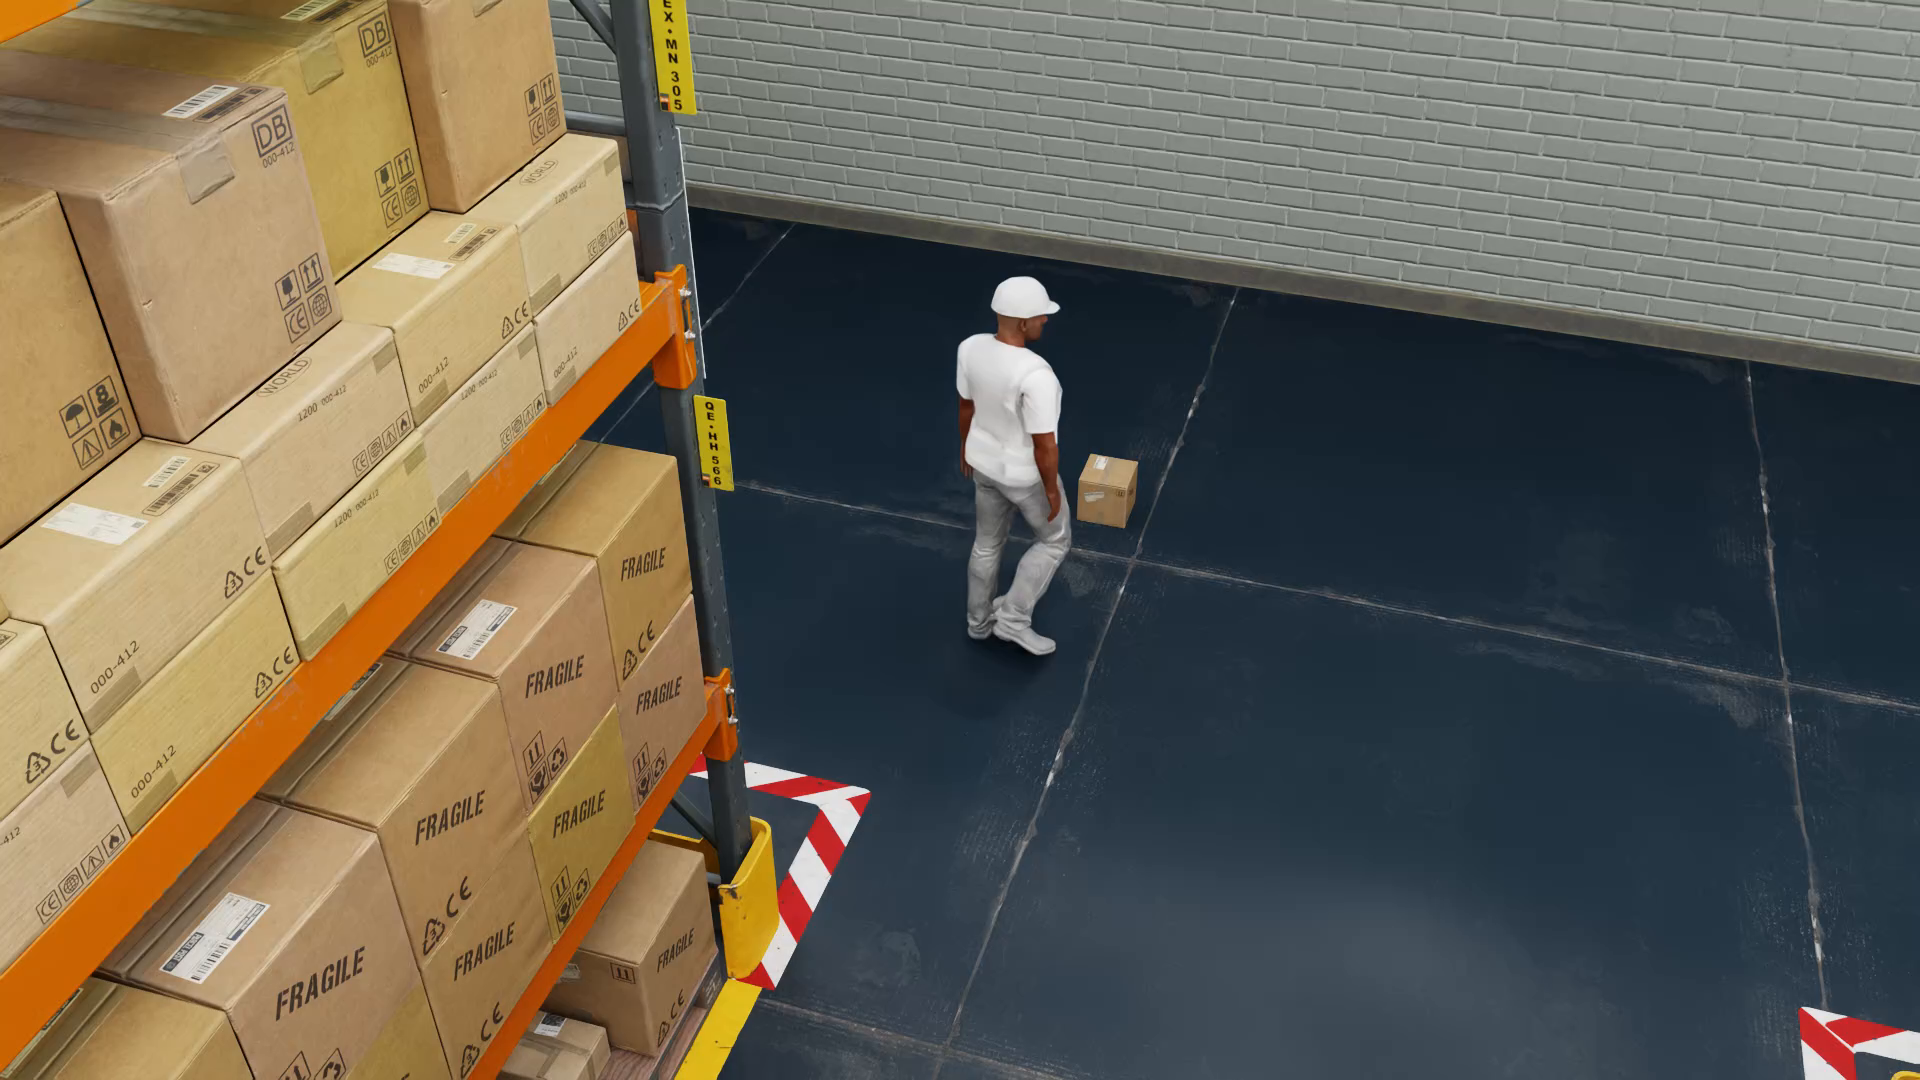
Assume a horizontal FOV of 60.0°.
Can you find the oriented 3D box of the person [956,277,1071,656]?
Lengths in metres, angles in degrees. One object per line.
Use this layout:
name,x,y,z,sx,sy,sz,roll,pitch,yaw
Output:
person,0.223,-0.323,7.265,0.459,1.754,0.640,-30,46,-34
